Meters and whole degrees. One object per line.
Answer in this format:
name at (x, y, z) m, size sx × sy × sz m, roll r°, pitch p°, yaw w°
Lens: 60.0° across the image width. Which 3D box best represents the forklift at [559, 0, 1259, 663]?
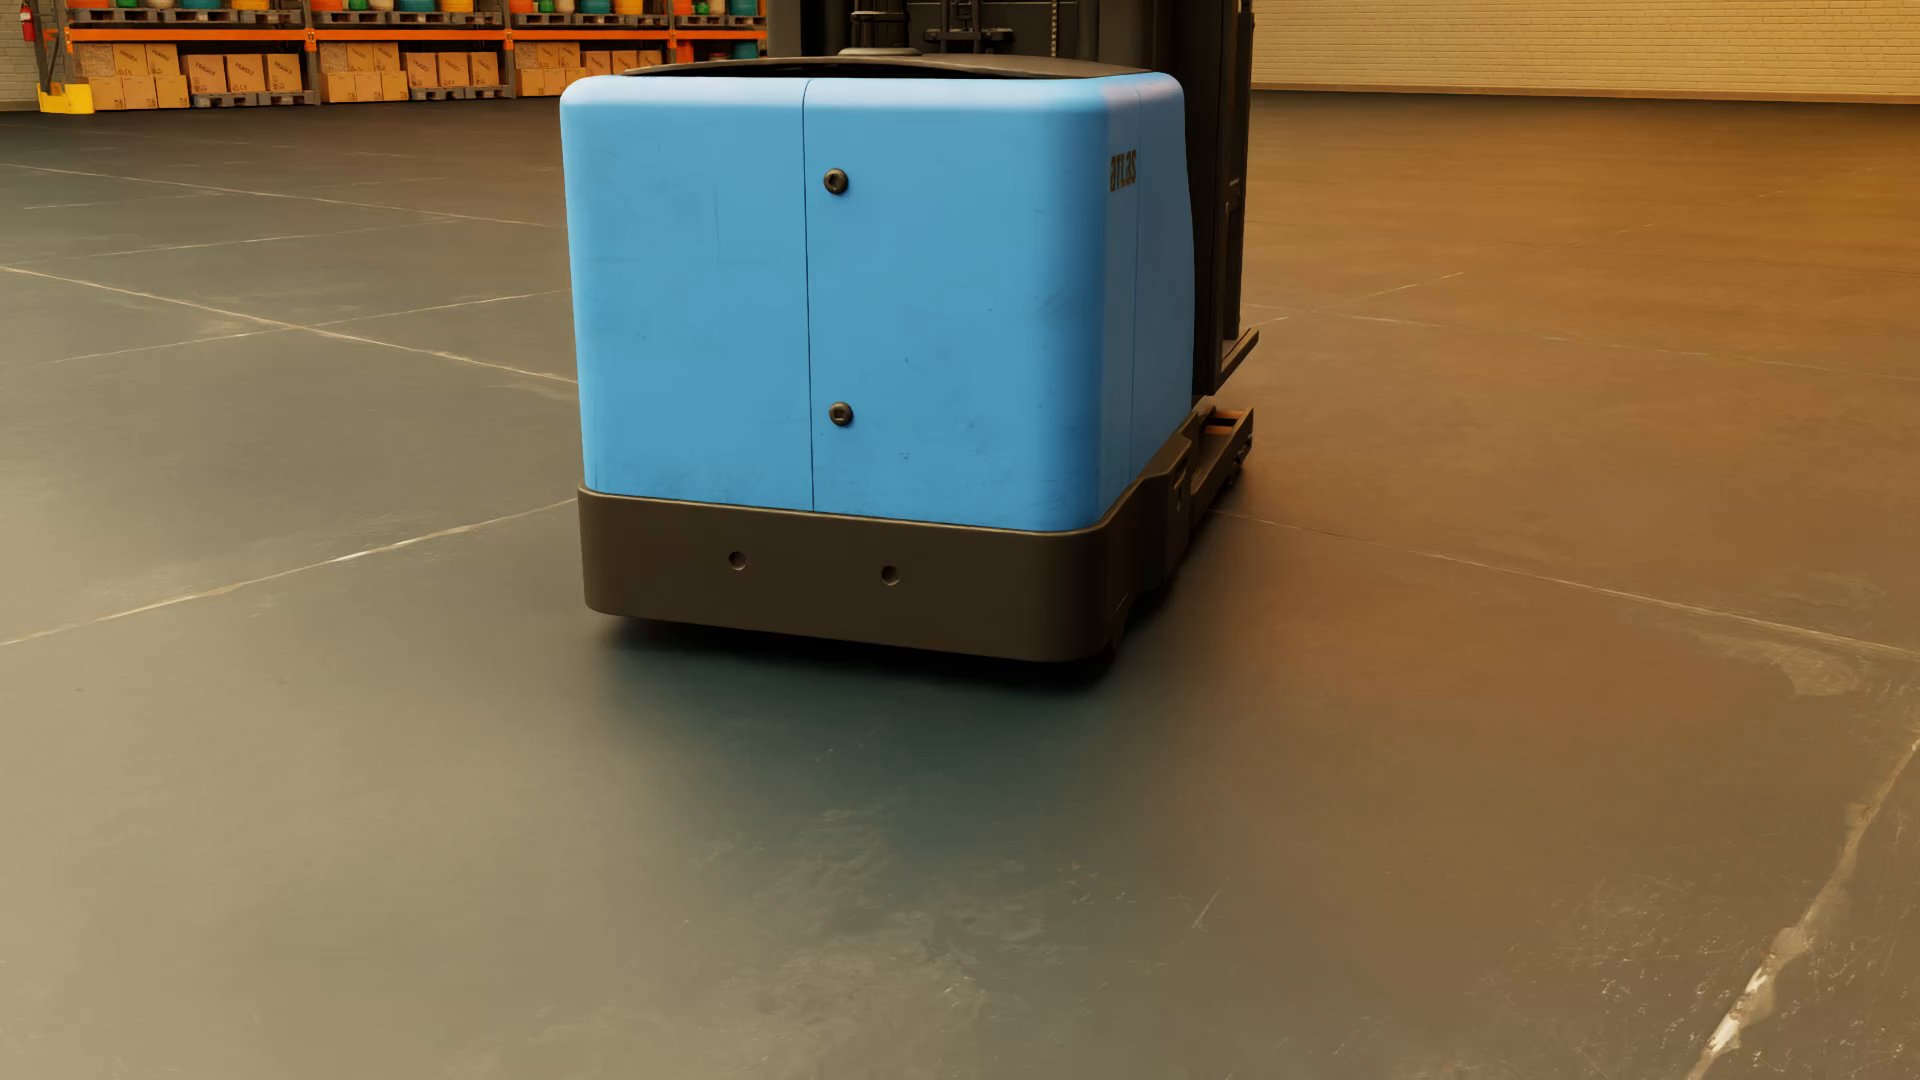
forklift at (0.182, -1.571, 4.072) m, size 1.130 × 2.935 × 3.031 m, roll 5°, pitch 18°, yaw 17°
